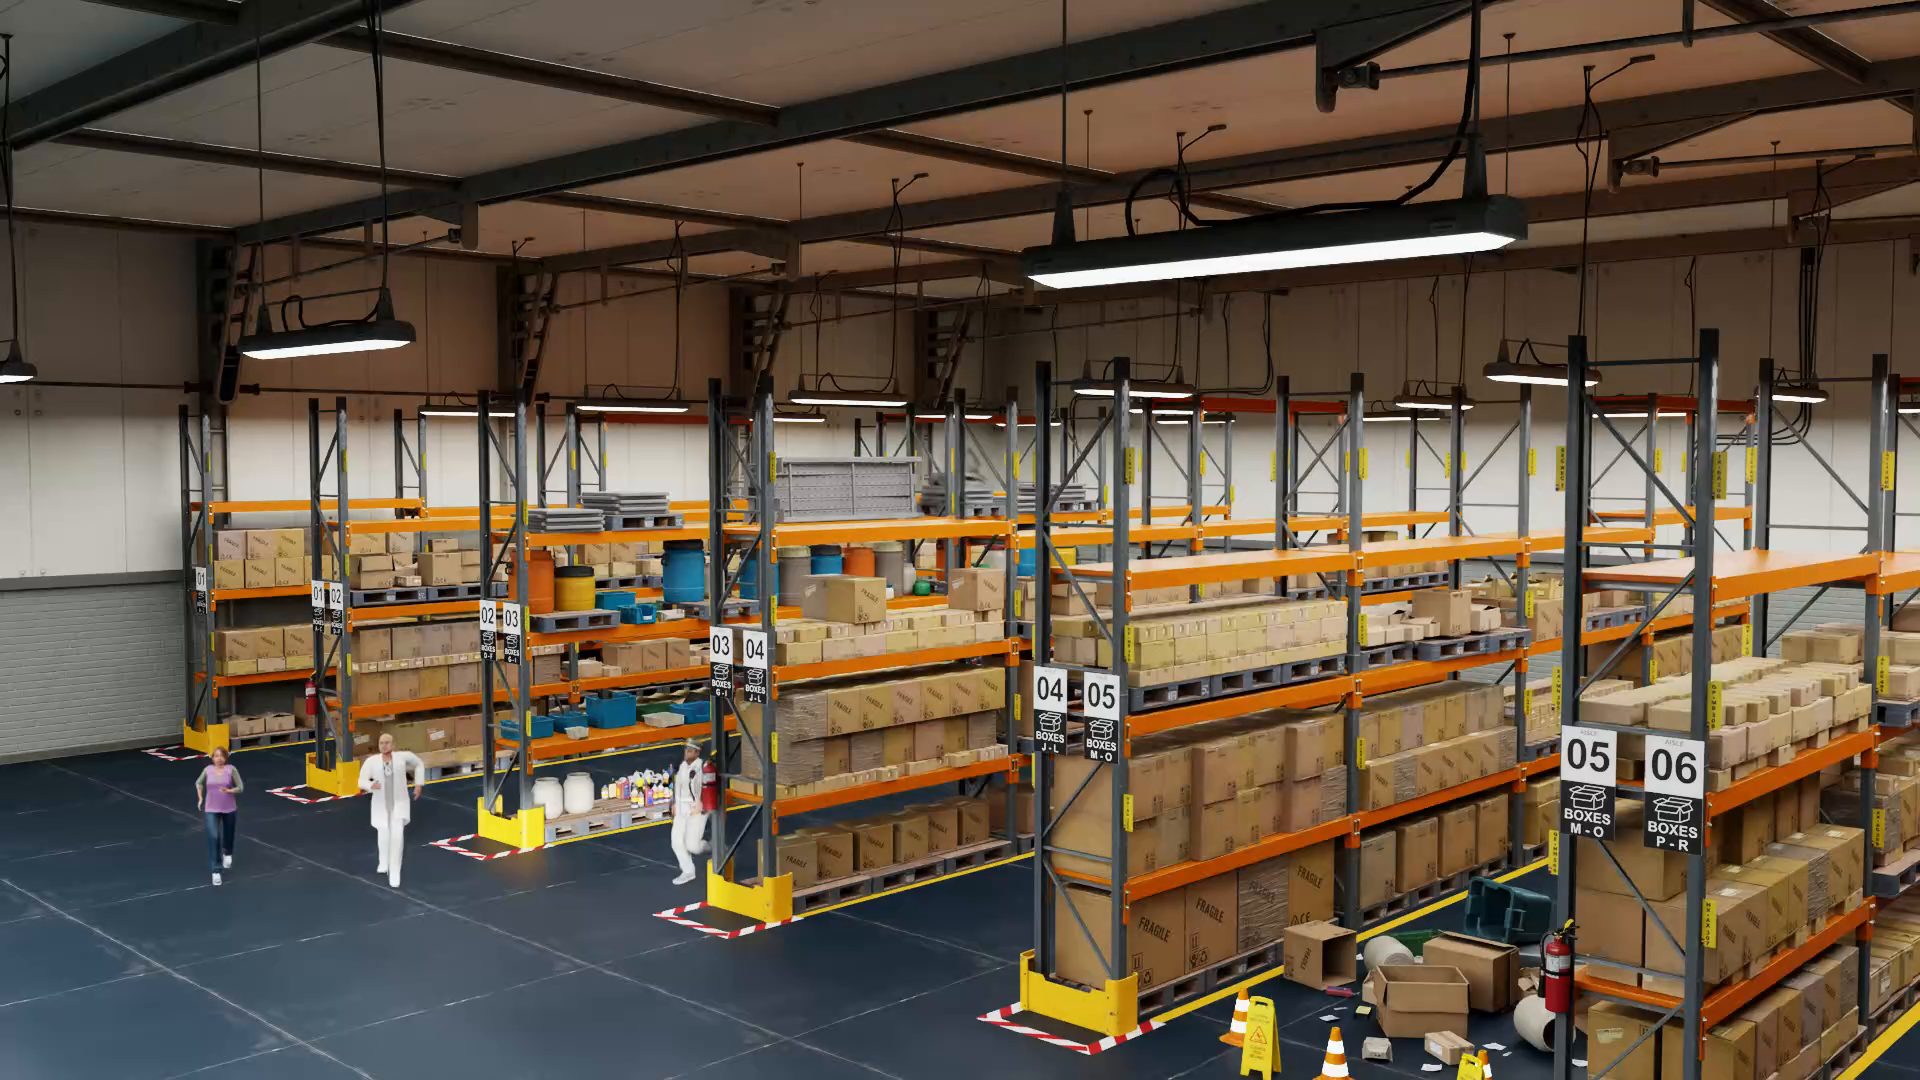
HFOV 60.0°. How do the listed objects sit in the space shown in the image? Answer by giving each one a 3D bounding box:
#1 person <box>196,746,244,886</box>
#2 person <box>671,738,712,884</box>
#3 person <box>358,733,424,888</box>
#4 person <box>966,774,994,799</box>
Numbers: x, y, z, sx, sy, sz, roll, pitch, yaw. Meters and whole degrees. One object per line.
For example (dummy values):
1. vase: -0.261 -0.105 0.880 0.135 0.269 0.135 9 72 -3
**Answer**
1. person: -8.935 3.283 20.087 0.531 1.596 0.878 -1 3 -24
2. person: -3.180 3.242 20.093 0.672 1.746 0.677 2 4 40
3. person: -6.843 3.252 20.035 0.732 1.714 0.972 -1 3 -11
4. person: 0.277 2.988 24.539 0.630 1.754 0.683 2 3 27
